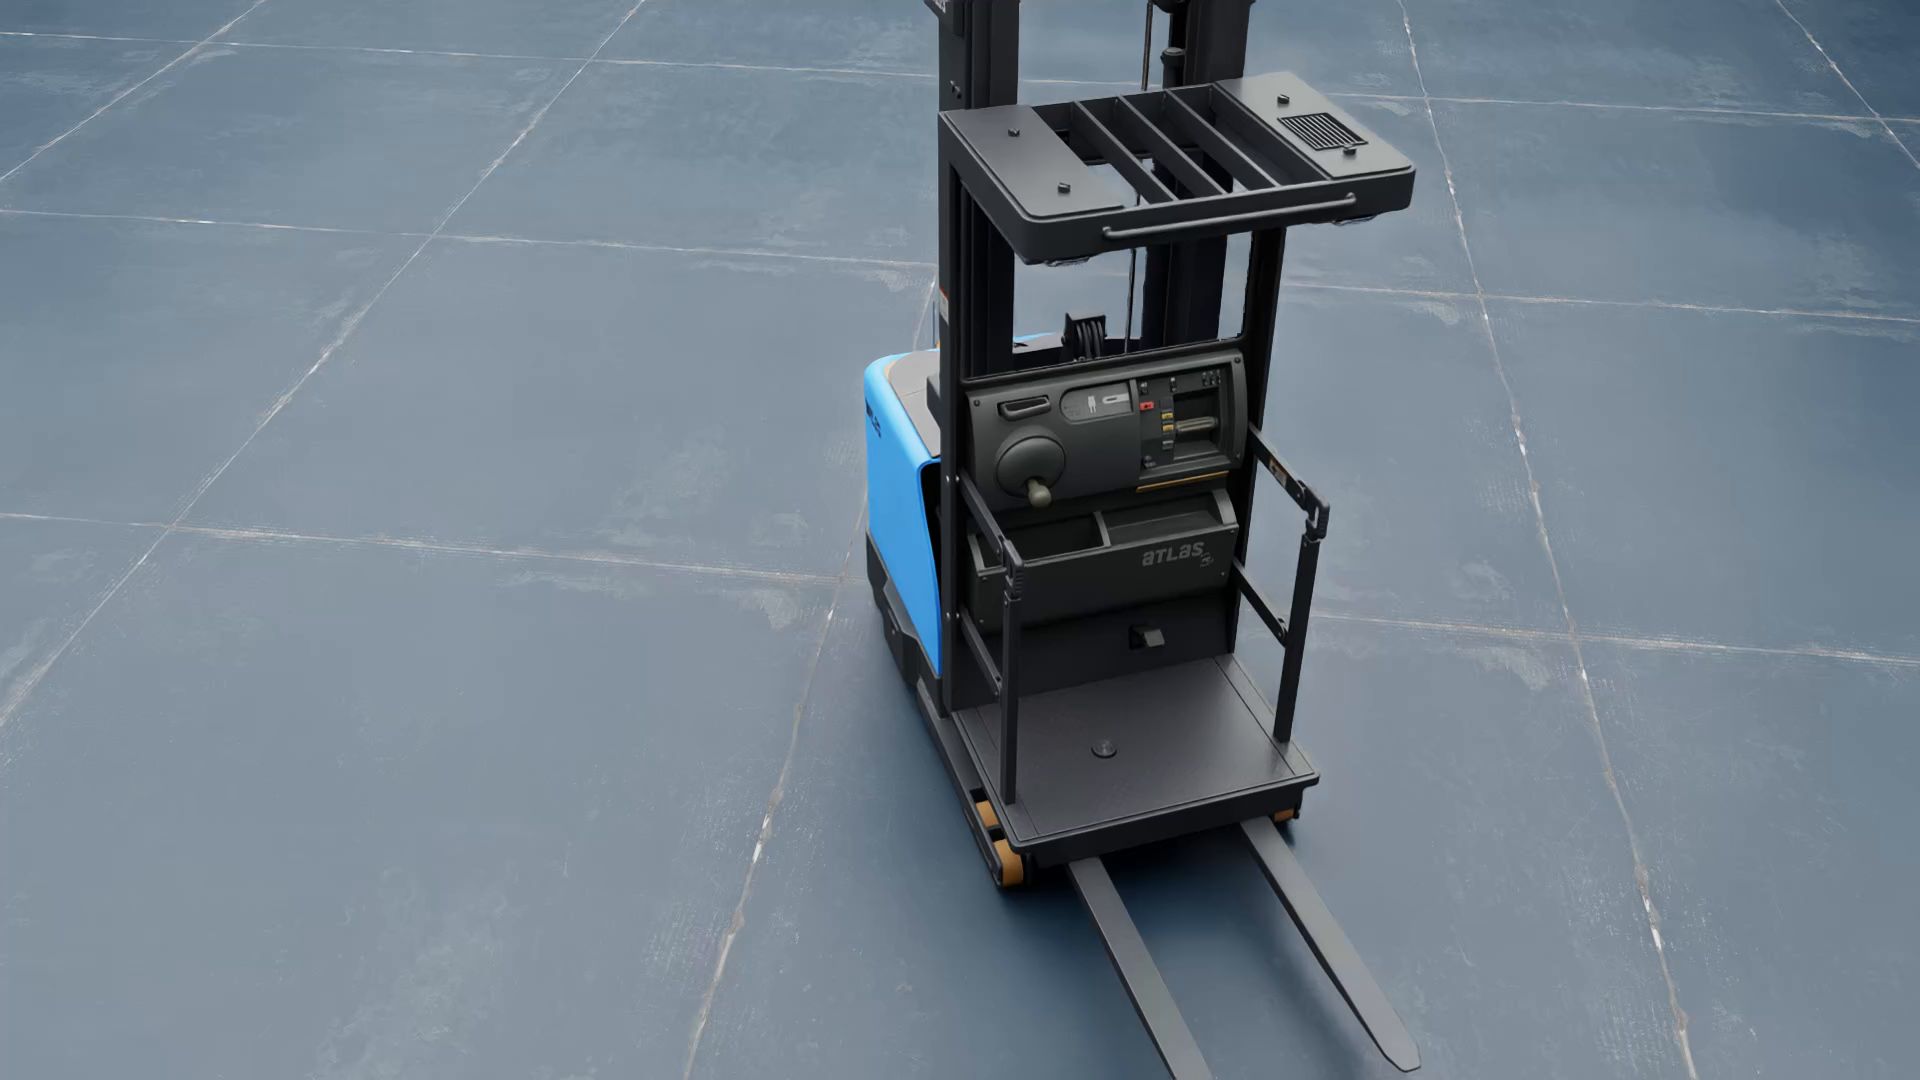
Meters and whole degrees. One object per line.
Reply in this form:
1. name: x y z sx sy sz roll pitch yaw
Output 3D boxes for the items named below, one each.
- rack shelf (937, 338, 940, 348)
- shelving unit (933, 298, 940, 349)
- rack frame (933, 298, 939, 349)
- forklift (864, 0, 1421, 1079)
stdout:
1. rack shelf: 0.000 -0.765 6.746 0.180 0.103 0.258 4 36 5
2. shelving unit: 0.000 -0.508 6.929 0.189 1.200 0.258 4 36 5
3. rack frame: -0.091 -0.514 6.937 0.006 1.200 0.240 4 36 5
4. forklift: 0.546 -0.285 5.126 1.130 2.935 3.031 -10 37 -14
